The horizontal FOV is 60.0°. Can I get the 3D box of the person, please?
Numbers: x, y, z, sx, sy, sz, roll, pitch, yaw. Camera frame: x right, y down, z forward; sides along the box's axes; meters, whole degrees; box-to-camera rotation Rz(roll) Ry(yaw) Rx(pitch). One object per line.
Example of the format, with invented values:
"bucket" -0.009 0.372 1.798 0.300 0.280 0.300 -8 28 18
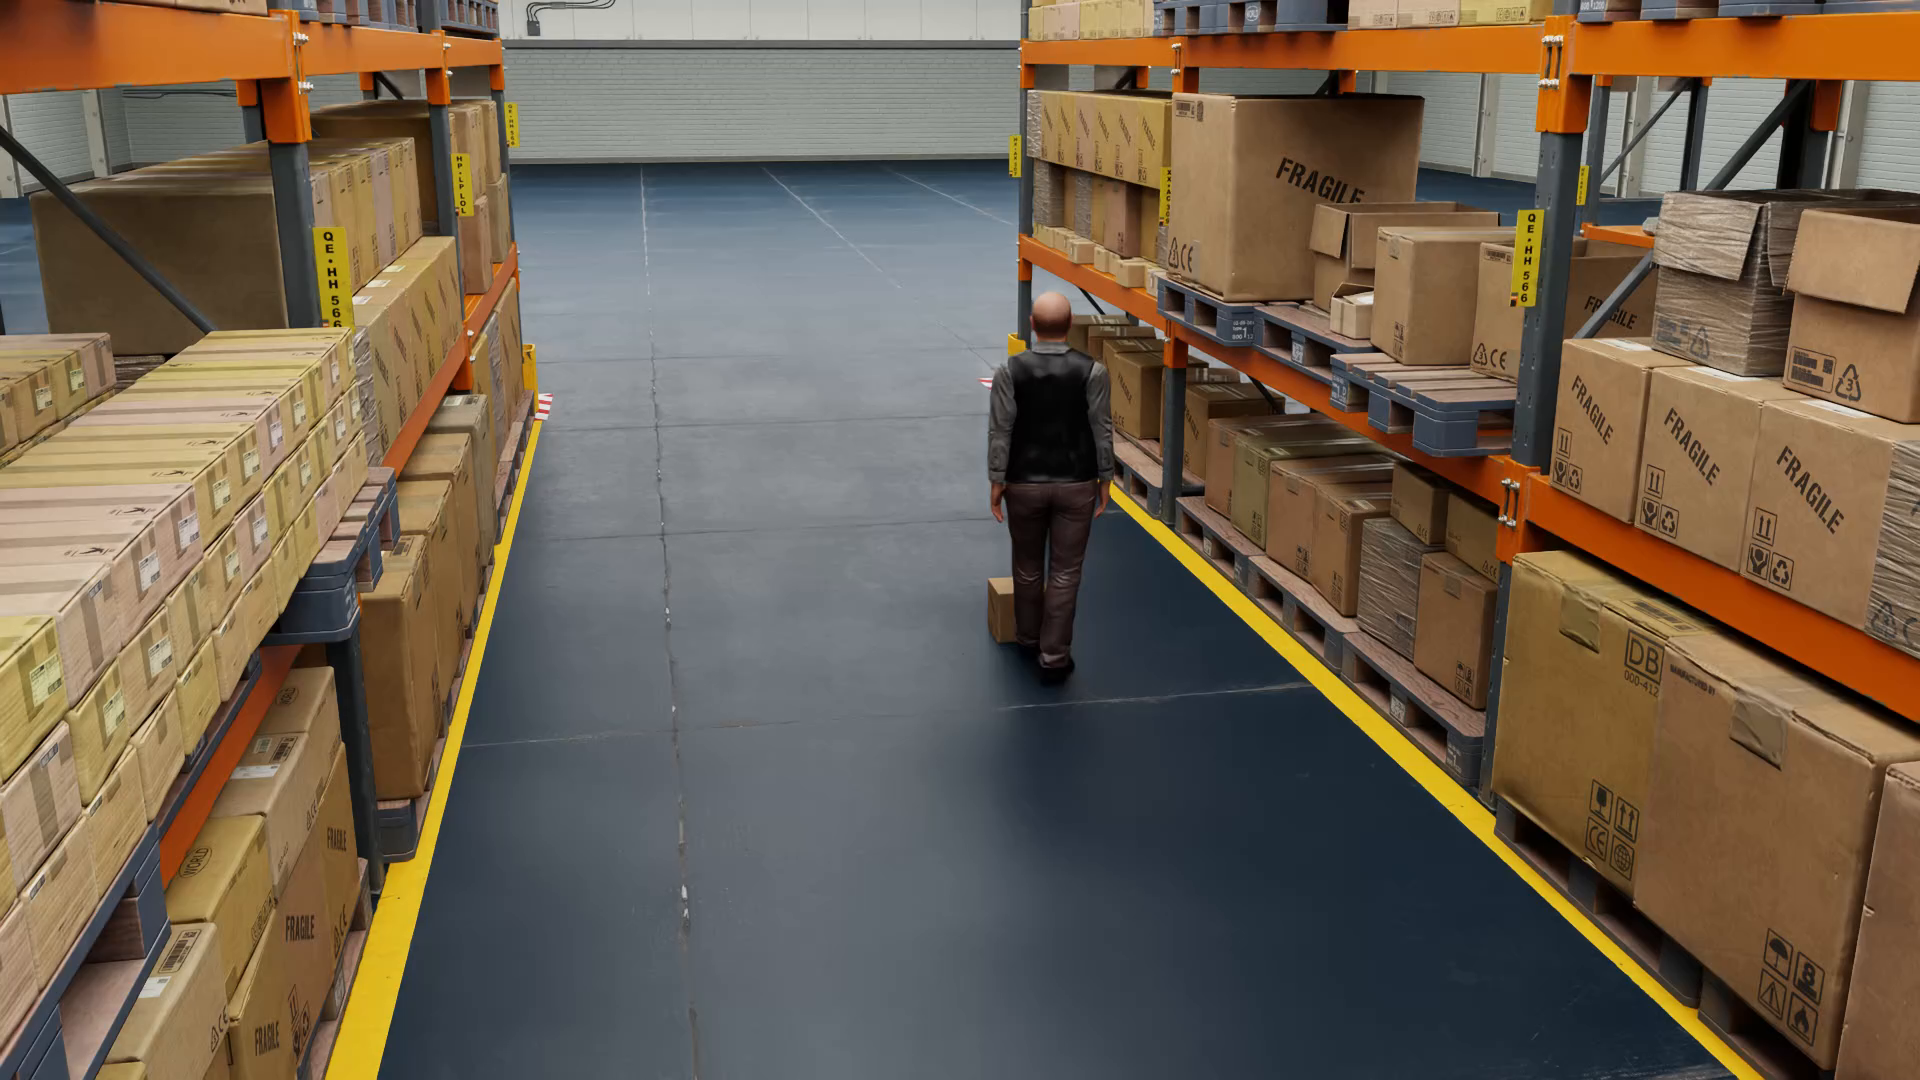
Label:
"person" 0.417 -0.267 7.451 0.552 1.715 0.660 2 16 8
